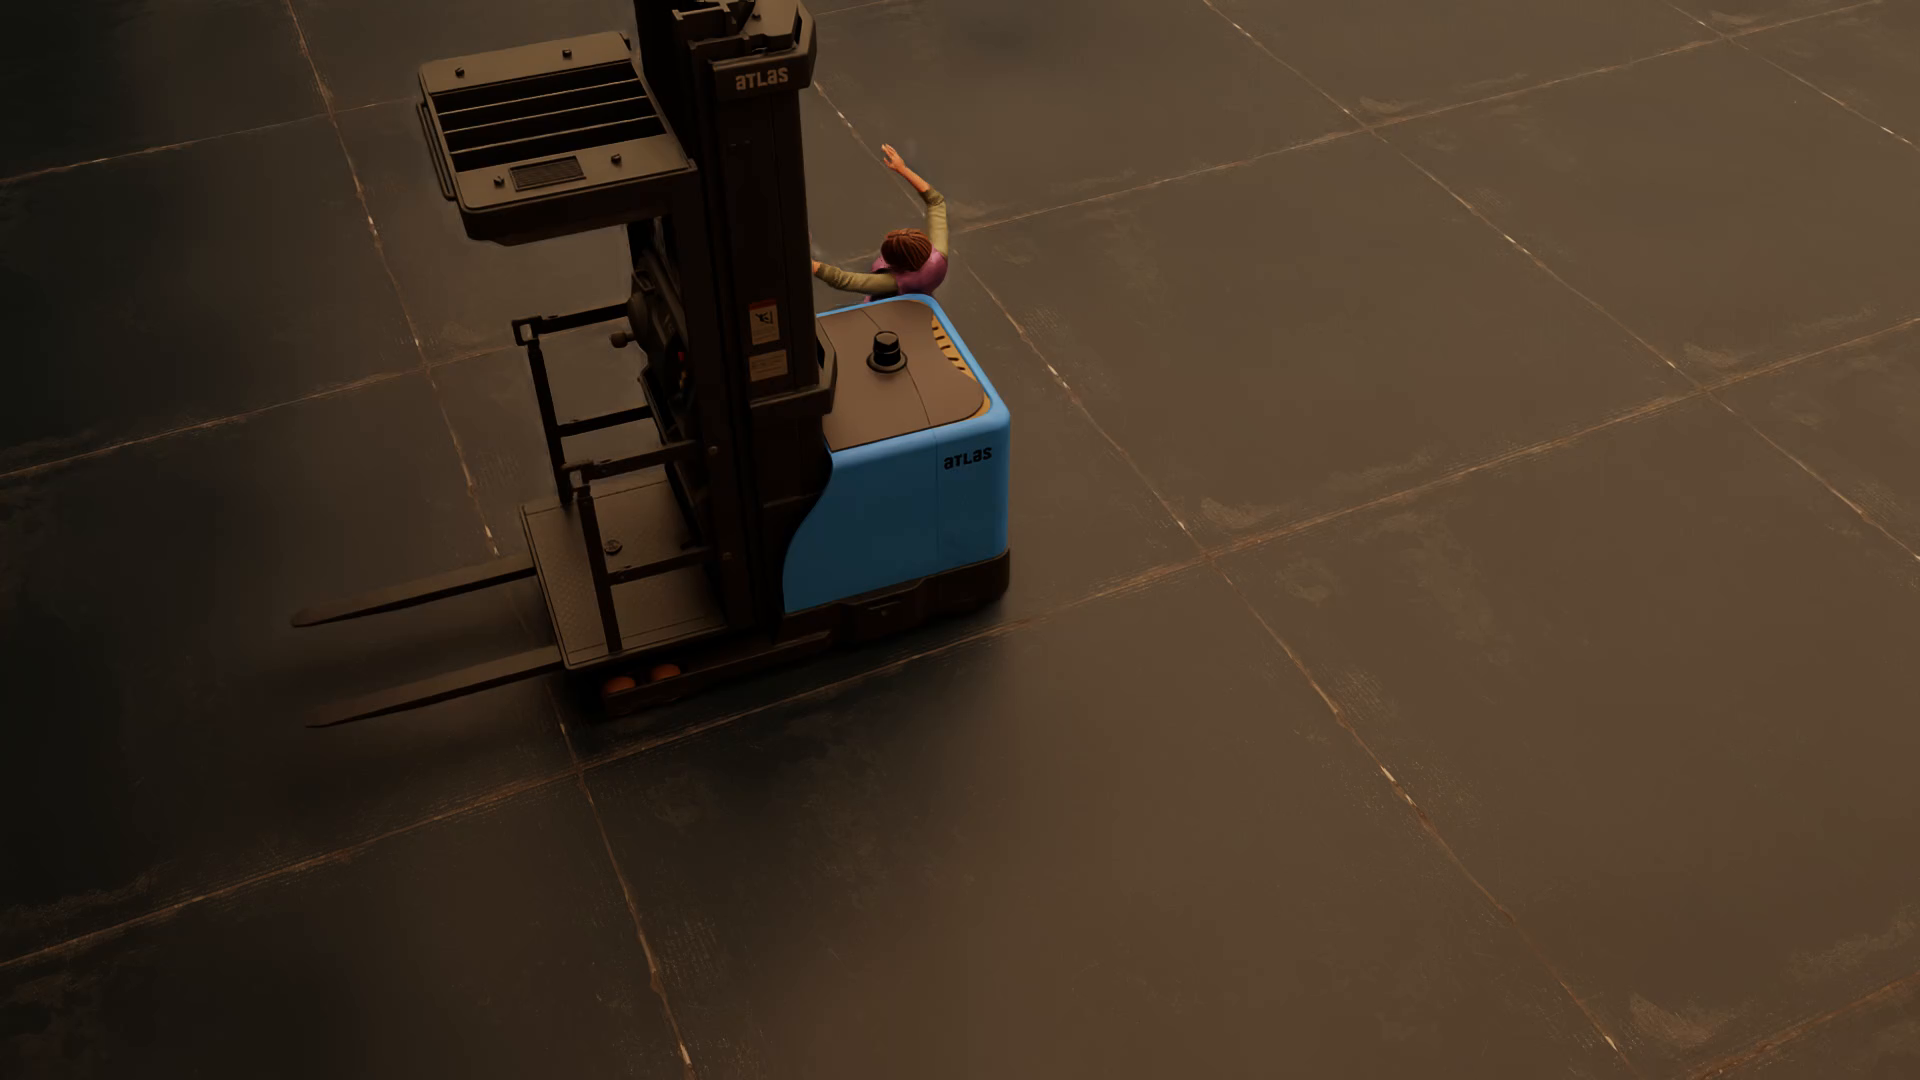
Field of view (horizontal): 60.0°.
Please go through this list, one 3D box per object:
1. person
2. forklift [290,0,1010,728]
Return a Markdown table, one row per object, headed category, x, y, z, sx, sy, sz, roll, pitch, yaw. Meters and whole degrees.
| category | x | y | z | sx | sy | sz | roll | pitch | yaw |
| --- | --- | --- | --- | --- | --- | --- | --- | --- | --- |
| person | -0.490 | -1.092 | 7.902 | 0.933 | 1.504 | 0.728 | -19 | 46 | -19 |
| forklift | -1.348 | -0.743 | 6.476 | 3.031 | 2.935 | 1.130 | -15 | 45 | -15 |
